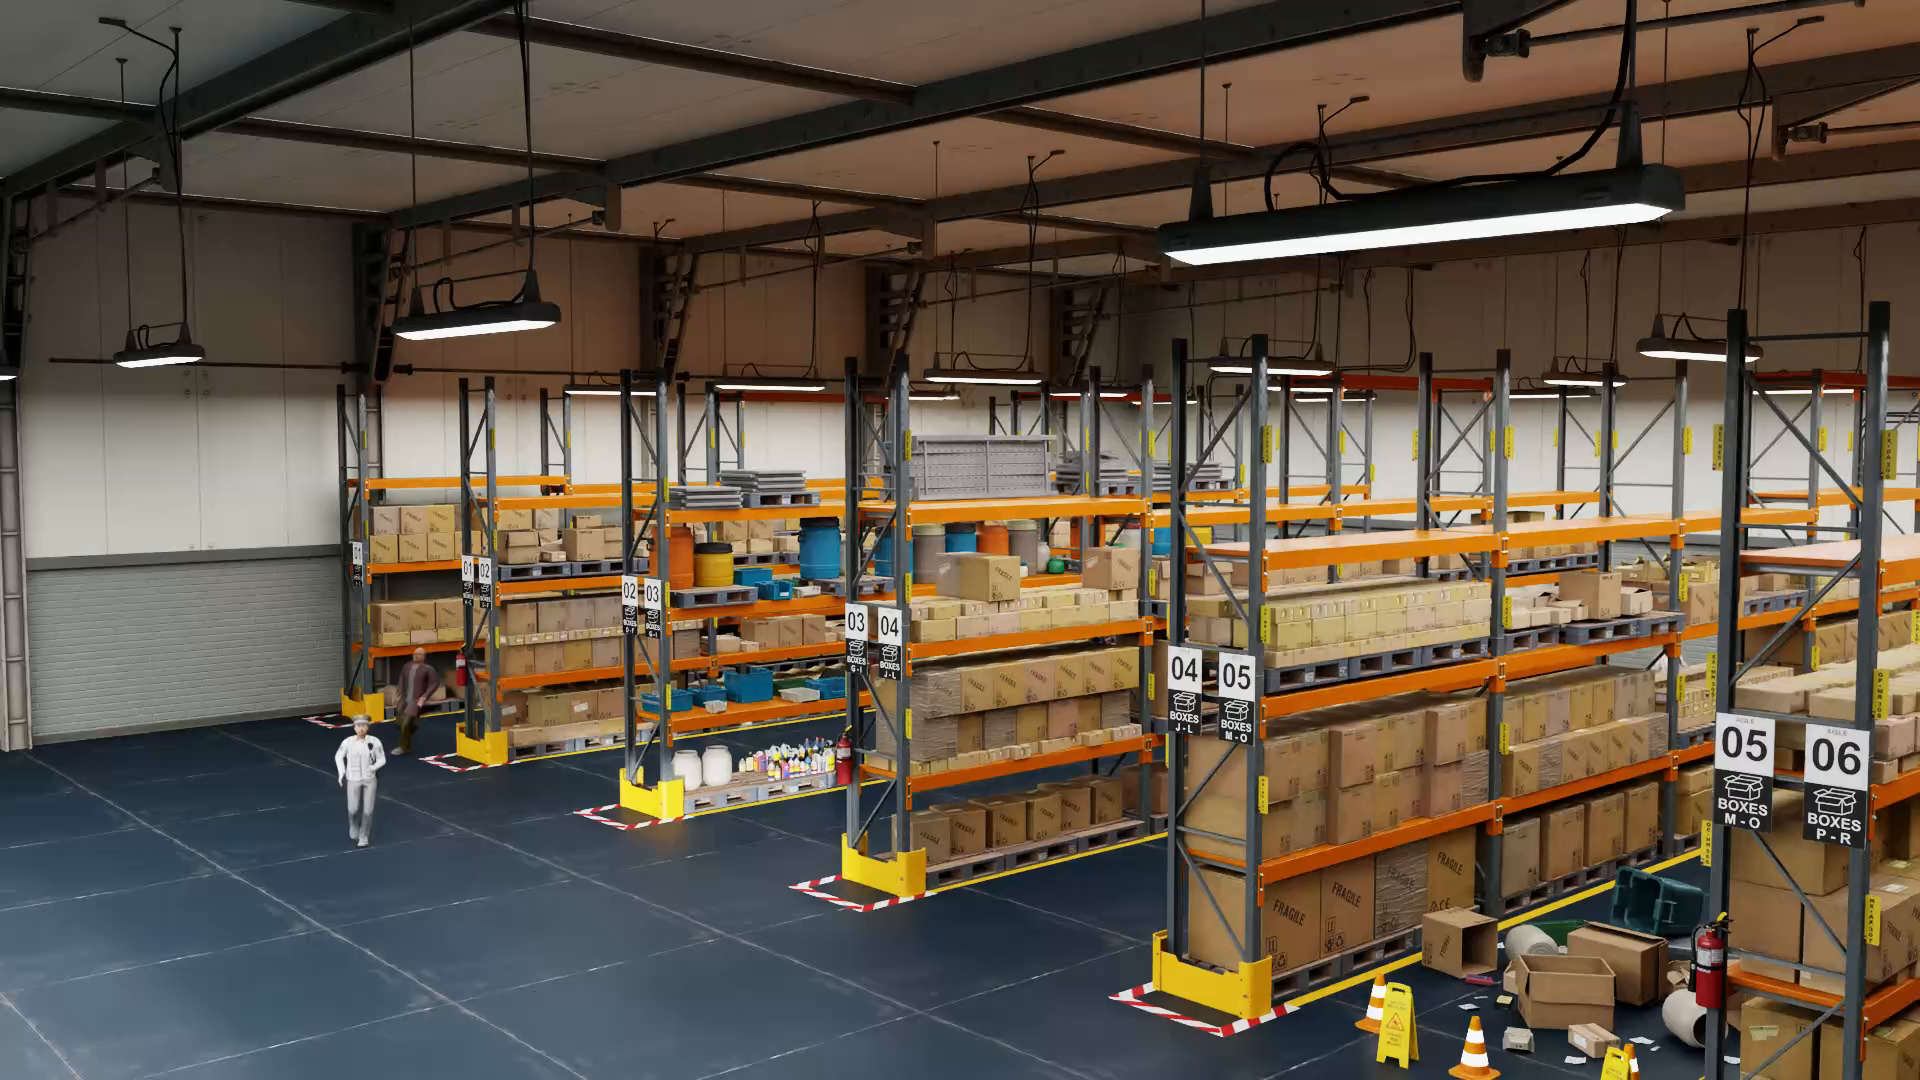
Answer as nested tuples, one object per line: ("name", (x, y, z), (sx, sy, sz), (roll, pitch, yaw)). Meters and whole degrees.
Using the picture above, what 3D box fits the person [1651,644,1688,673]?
("person", (12.020, 2.526, 28.094), (0.656, 1.619, 0.688), (1, 4, 11))

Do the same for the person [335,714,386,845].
("person", (-7.417, 2.980, 20.592), (0.600, 1.652, 0.548), (-1, 4, -19))

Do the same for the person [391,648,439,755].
("person", (-8.701, 2.567, 26.599), (0.749, 1.699, 0.646), (1, 4, 16))
